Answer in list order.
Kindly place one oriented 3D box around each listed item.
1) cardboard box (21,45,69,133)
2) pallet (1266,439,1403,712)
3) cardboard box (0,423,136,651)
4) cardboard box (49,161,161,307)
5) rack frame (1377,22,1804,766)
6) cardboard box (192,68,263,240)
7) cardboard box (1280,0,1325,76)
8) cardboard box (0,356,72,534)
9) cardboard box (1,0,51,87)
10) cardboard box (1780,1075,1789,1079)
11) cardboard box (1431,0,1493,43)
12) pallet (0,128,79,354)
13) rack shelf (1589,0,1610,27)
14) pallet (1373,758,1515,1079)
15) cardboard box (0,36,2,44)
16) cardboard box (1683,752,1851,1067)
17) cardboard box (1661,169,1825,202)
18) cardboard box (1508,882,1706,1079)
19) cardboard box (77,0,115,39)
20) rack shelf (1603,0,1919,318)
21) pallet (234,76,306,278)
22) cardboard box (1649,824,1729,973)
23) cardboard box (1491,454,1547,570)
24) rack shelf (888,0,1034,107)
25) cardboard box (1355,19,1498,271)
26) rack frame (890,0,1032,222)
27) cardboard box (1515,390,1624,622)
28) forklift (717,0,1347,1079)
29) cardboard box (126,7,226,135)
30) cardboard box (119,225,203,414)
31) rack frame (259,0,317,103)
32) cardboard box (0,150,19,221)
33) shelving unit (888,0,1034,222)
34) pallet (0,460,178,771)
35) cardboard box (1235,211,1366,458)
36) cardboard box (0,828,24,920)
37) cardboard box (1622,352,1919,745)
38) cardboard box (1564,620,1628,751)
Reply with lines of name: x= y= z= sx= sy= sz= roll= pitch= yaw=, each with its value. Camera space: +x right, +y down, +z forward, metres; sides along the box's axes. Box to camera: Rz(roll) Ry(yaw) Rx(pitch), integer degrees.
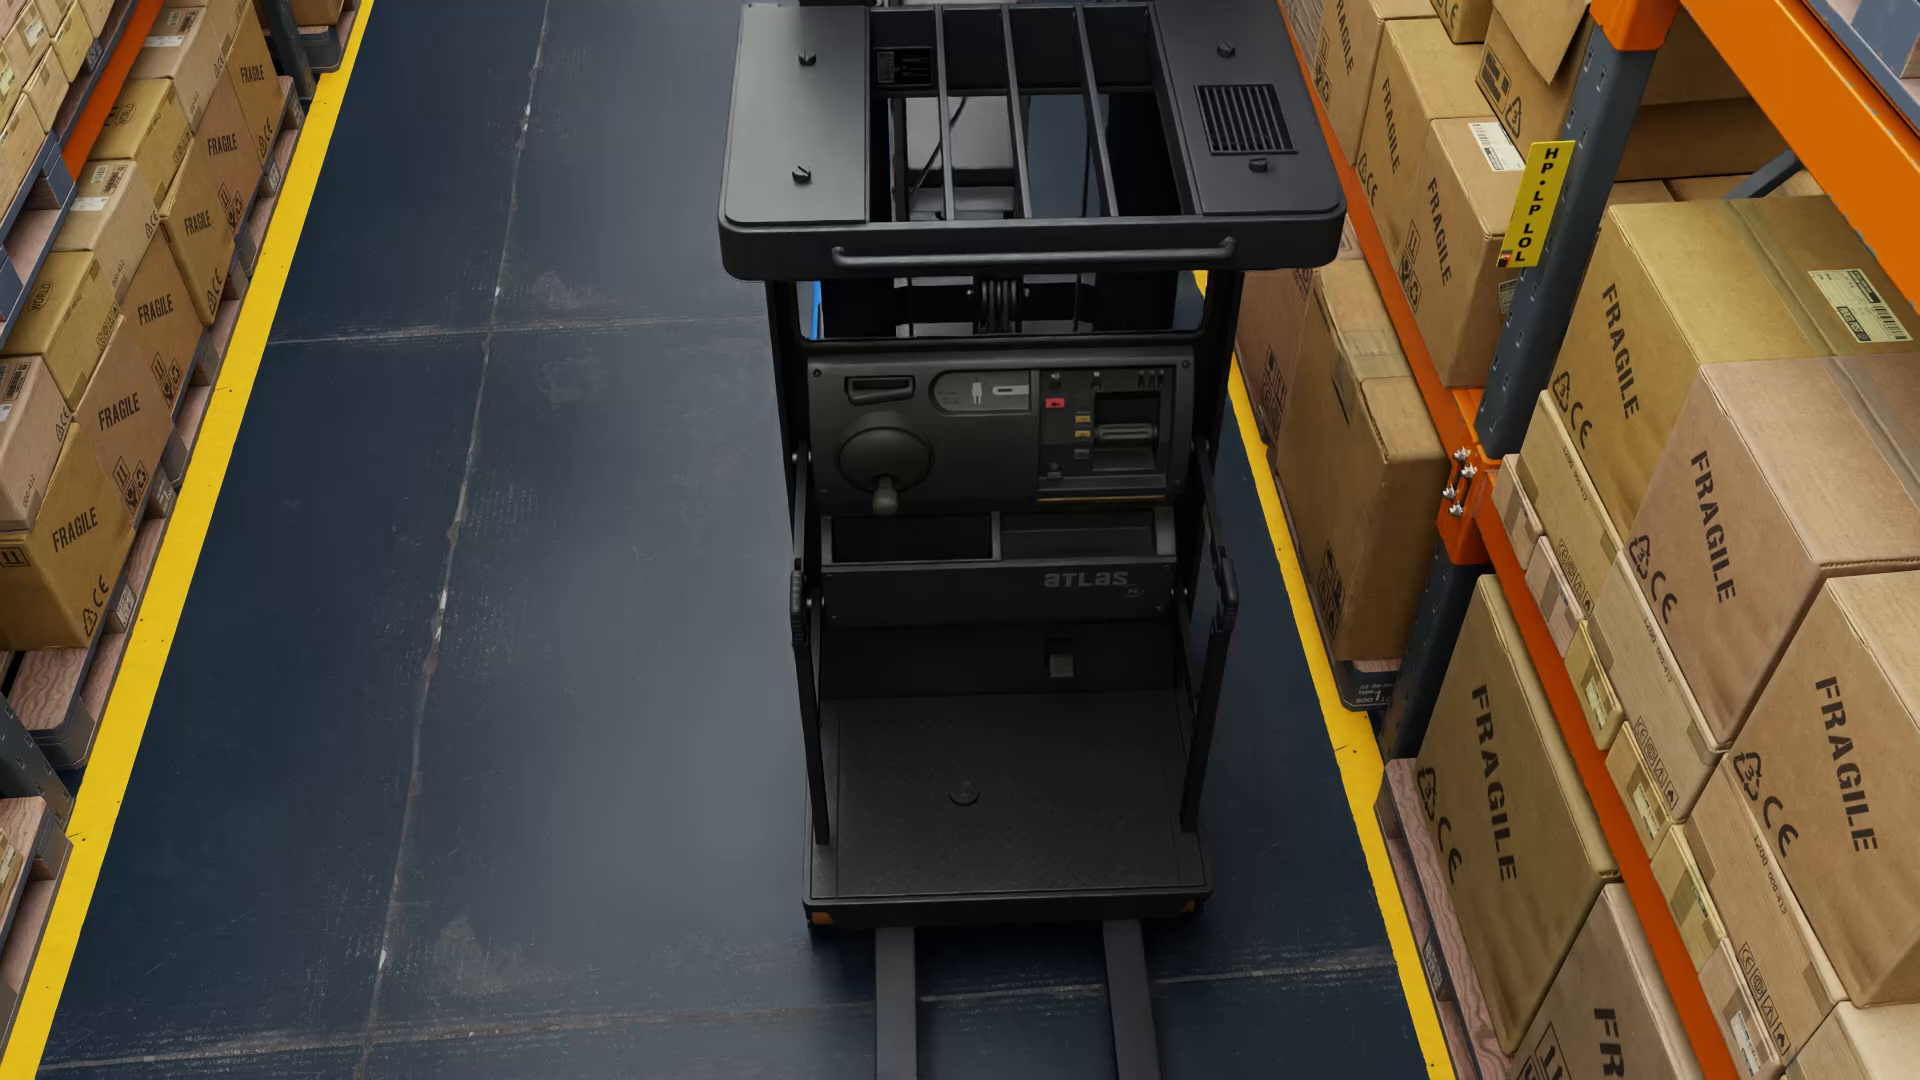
cardboard box: x=-2.815 y=-1.288 z=4.788 sx=0.380 sy=0.149 sz=0.250 roll=-5 pitch=47 yaw=-5
pallet: x=1.658 y=0.007 z=5.598 sx=1.003 sy=0.211 sz=1.213 roll=-3 pitch=47 yaw=-3
cardboard box: x=-2.951 y=-0.005 z=5.121 sx=0.500 sy=0.500 sz=0.500 roll=-2 pitch=47 yaw=-2
cardboard box: x=-3.037 y=-1.018 z=5.564 sx=0.500 sy=0.250 sz=0.500 roll=-2 pitch=47 yaw=-2
rack frame: x=1.798 y=-0.398 z=4.061 sx=1.000 sy=3.000 sz=0.127 roll=-3 pitch=47 yaw=-3
cardboard box: x=-3.133 y=-1.512 z=6.549 sx=0.500 sy=0.500 sz=0.500 roll=-2 pitch=47 yaw=-2
cardboard box: x=1.364 y=-1.853 z=5.370 sx=0.500 sy=0.500 sz=0.500 roll=-3 pitch=47 yaw=-3
cardboard box: x=-2.952 y=-0.263 z=4.849 sx=0.500 sy=0.250 sz=0.500 roll=-5 pitch=47 yaw=-5
cardboard box: x=-2.820 y=-1.400 z=4.689 sx=0.380 sy=0.149 sz=0.250 roll=-2 pitch=47 yaw=-2
cardboard box: x=1.623 y=1.050 z=2.862 sx=0.380 sy=0.149 sz=0.250 roll=-5 pitch=47 yaw=-4
cardboard box: x=1.690 y=-1.736 z=4.569 sx=0.797 sy=0.503 sz=0.637 roll=-3 pitch=47 yaw=-3
pallet: x=-3.072 y=-0.666 z=4.447 sx=1.003 sy=0.211 sz=1.213 roll=-3 pitch=47 yaw=-3
rack shelf: x=1.631 y=-2.629 z=4.604 sx=1.077 sy=0.370 sz=4.000 roll=-3 pitch=47 yaw=-3
pallet: x=1.784 y=1.116 z=4.548 sx=1.003 sy=0.211 sz=1.213 roll=-3 pitch=47 yaw=-3
cardboard box: x=-2.794 y=-1.313 z=4.402 sx=0.380 sy=0.149 sz=0.250 roll=-4 pitch=47 yaw=-4
cardboard box: x=1.662 y=0.642 z=2.975 sx=0.500 sy=0.250 sz=0.500 roll=-2 pitch=47 yaw=-2
cardboard box: x=2.009 y=-0.780 z=4.354 sx=0.500 sy=0.500 sz=0.500 roll=-3 pitch=47 yaw=-3
cardboard box: x=1.849 y=1.322 z=3.606 sx=0.875 sy=0.875 sz=0.875 roll=-3 pitch=47 yaw=-3
cardboard box: x=-2.860 y=-1.668 z=5.147 sx=0.380 sy=0.149 sz=0.250 roll=-5 pitch=47 yaw=-5
rack shelf: x=1.965 y=0.265 z=1.863 sx=1.077 sy=0.370 sz=4.000 roll=-3 pitch=47 yaw=-3
pallet: x=-3.424 y=-1.539 z=7.063 sx=1.003 sy=0.211 sz=1.213 roll=-3 pitch=47 yaw=-3
cardboard box: x=1.581 y=0.678 z=3.215 sx=0.380 sy=0.149 sz=0.250 roll=-4 pitch=47 yaw=-4
cardboard box: x=1.491 y=-0.077 z=3.930 sx=0.380 sy=0.149 sz=0.250 roll=-3 pitch=47 yaw=-3
rack shelf: x=-0.006 y=-1.642 z=4.914 sx=0.431 sy=0.518 sz=0.480 roll=-2 pitch=47 yaw=-2
cardboard box: x=1.452 y=-1.113 z=4.669 sx=0.500 sy=0.500 sz=0.500 roll=-2 pitch=47 yaw=-2
rack frame: x=0.004 y=-0.993 z=5.244 sx=0.400 sy=2.100 sz=0.015 roll=-2 pitch=47 yaw=-2
cardboard box: x=1.576 y=-0.093 z=3.670 sx=0.500 sy=0.250 sz=0.500 roll=-4 pitch=47 yaw=-4
forklift: x=0.111 y=-0.166 z=3.888 sx=1.130 sy=2.935 sz=3.031 roll=-2 pitch=47 yaw=-2
cardboard box: x=-3.116 y=-1.763 z=6.270 sx=0.500 sy=0.250 sz=0.500 roll=-3 pitch=47 yaw=-3
cardboard box: x=-3.054 y=-0.766 z=5.842 sx=0.500 sy=0.500 sz=0.500 roll=-3 pitch=47 yaw=-3
rack frame: x=-3.488 y=-3.064 z=6.586 sx=1.000 sy=3.000 sz=0.127 roll=-3 pitch=47 yaw=-3
cardboard box: x=-2.774 y=-0.922 z=4.441 sx=0.380 sy=0.149 sz=0.250 roll=-3 pitch=47 yaw=-3
shelving unit: x=-0.006 y=-1.170 z=5.412 sx=0.431 sy=2.100 sz=0.503 roll=-2 pitch=47 yaw=-2
pallet: x=-3.220 y=0.226 z=5.391 sx=1.003 sy=0.211 sz=1.213 roll=-3 pitch=47 yaw=-3
cardboard box: x=1.649 y=-0.920 z=5.730 sx=1.225 sy=0.875 sz=0.875 roll=-5 pitch=47 yaw=-5
cardboard box: x=-2.781 y=0.929 z=4.478 sx=0.380 sy=0.149 sz=0.250 roll=-3 pitch=47 yaw=-3
cardboard box: x=1.617 y=0.012 z=3.054 sx=0.500 sy=0.500 sz=0.500 roll=-3 pitch=47 yaw=-3
cardboard box: x=1.536 y=0.303 z=3.570 sx=0.380 sy=0.149 sz=0.250 roll=-2 pitch=47 yaw=-2
